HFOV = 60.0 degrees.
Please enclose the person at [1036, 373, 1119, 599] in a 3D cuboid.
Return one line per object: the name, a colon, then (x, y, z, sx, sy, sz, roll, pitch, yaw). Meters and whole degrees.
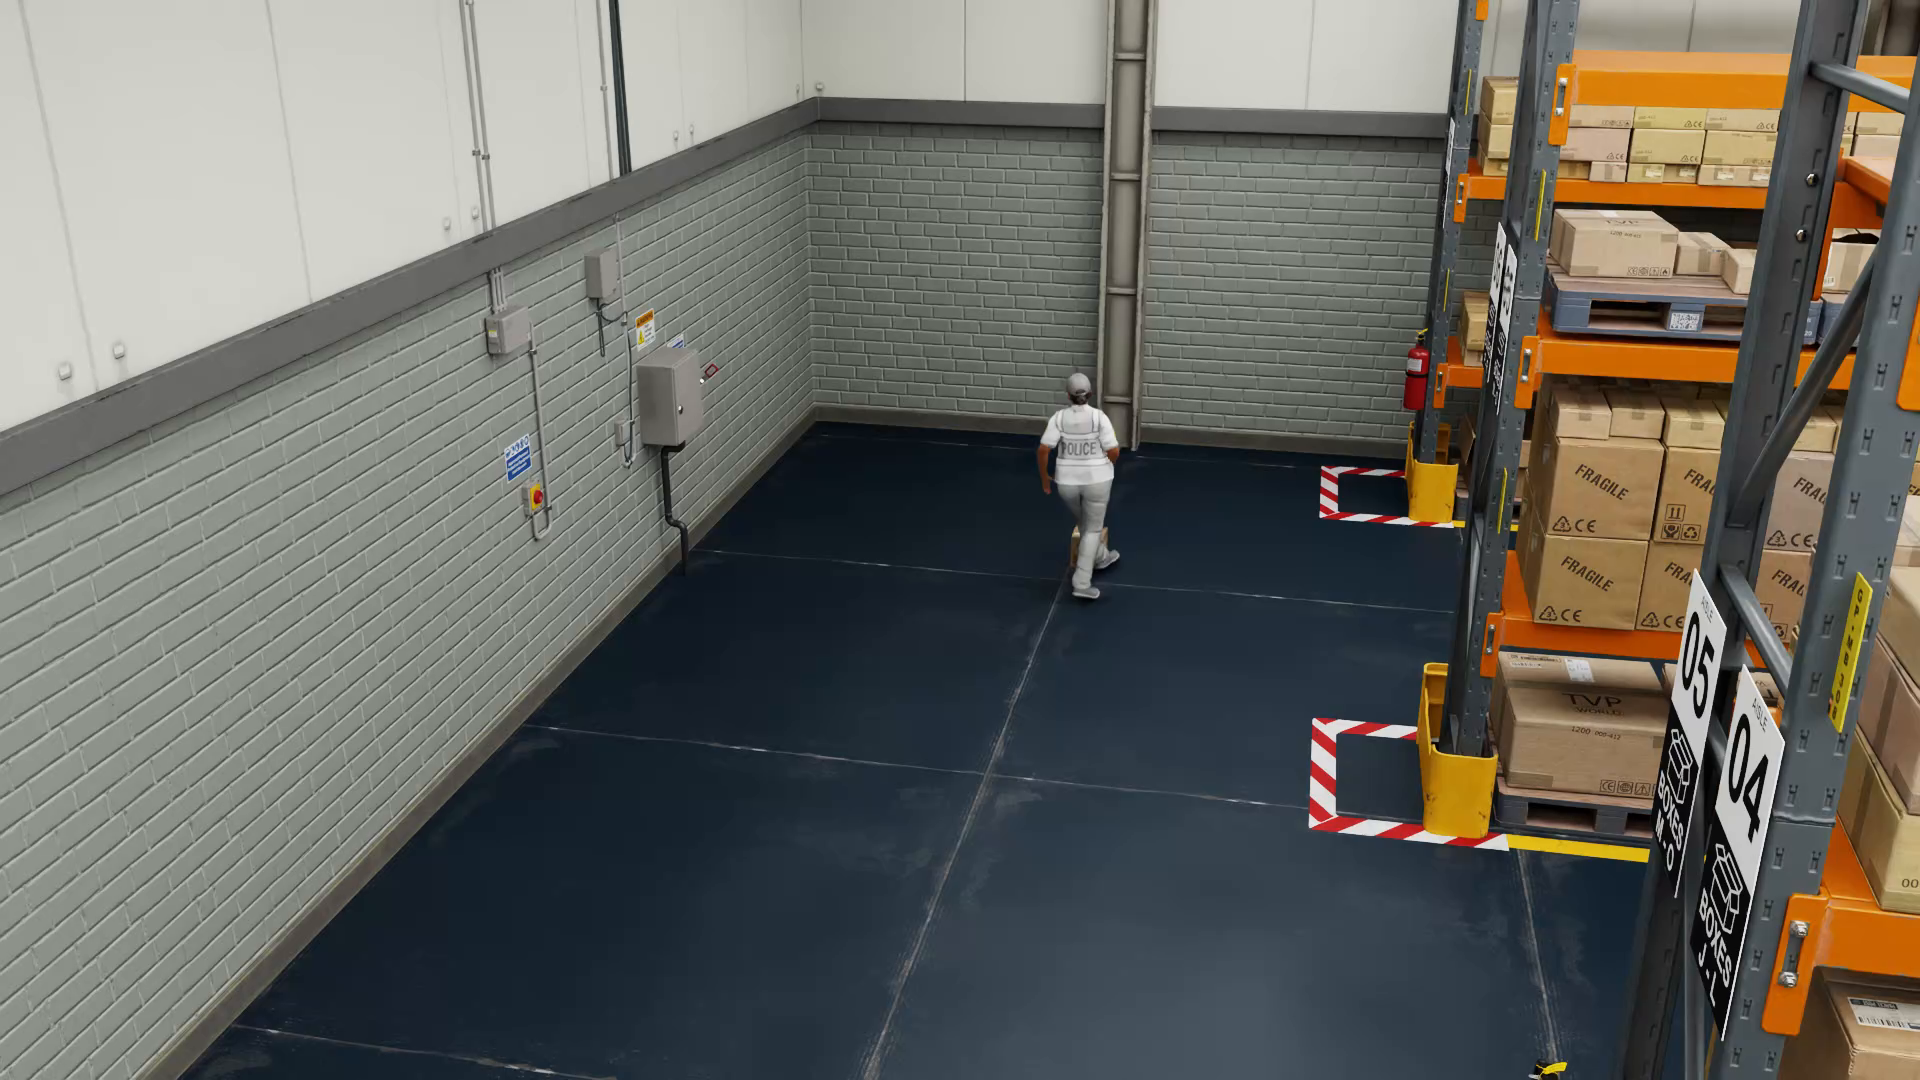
person: (0.923, -0.452, 12.254, 0.553, 1.621, 0.946, 11, 24, 26)
